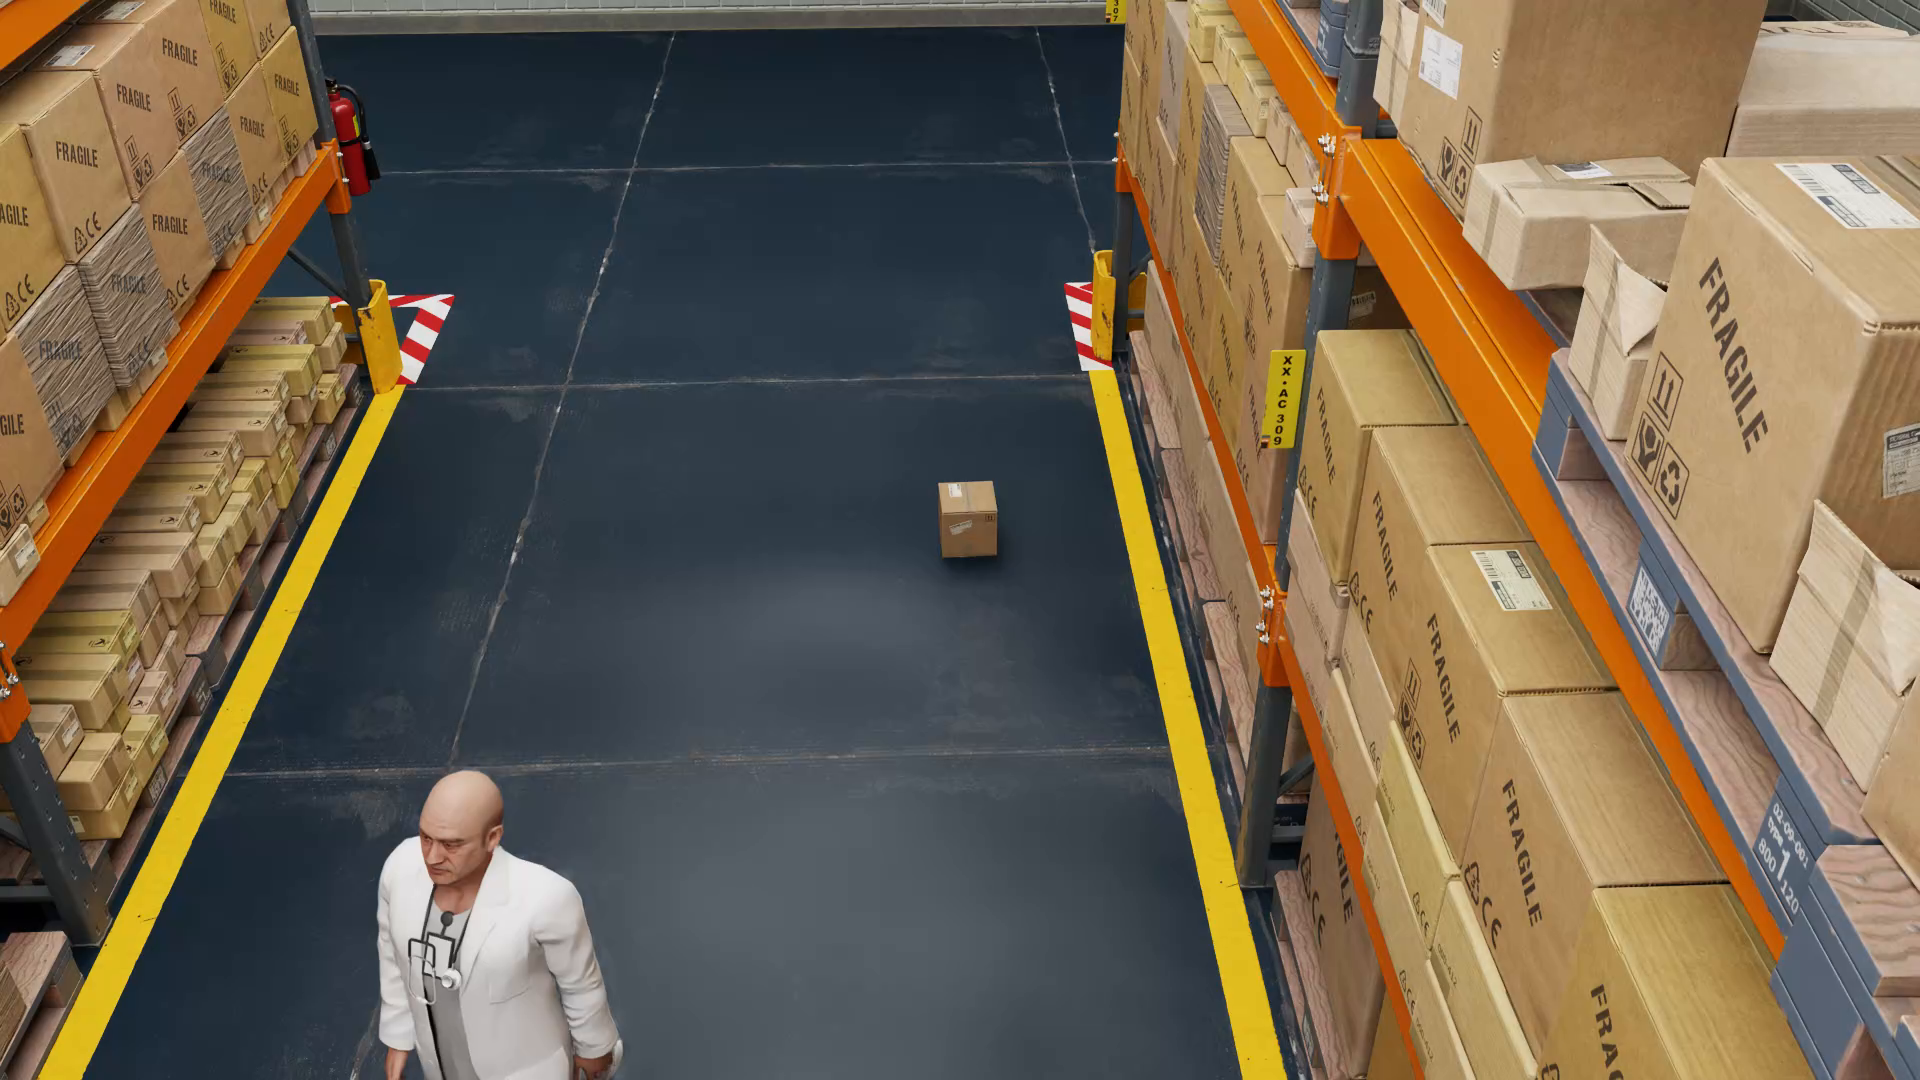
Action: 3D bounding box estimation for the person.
[{"bbox_3d":[-1.190,1.277,4.312,0.580,1.739,1.017,13,37,18],"label":"person"}]
